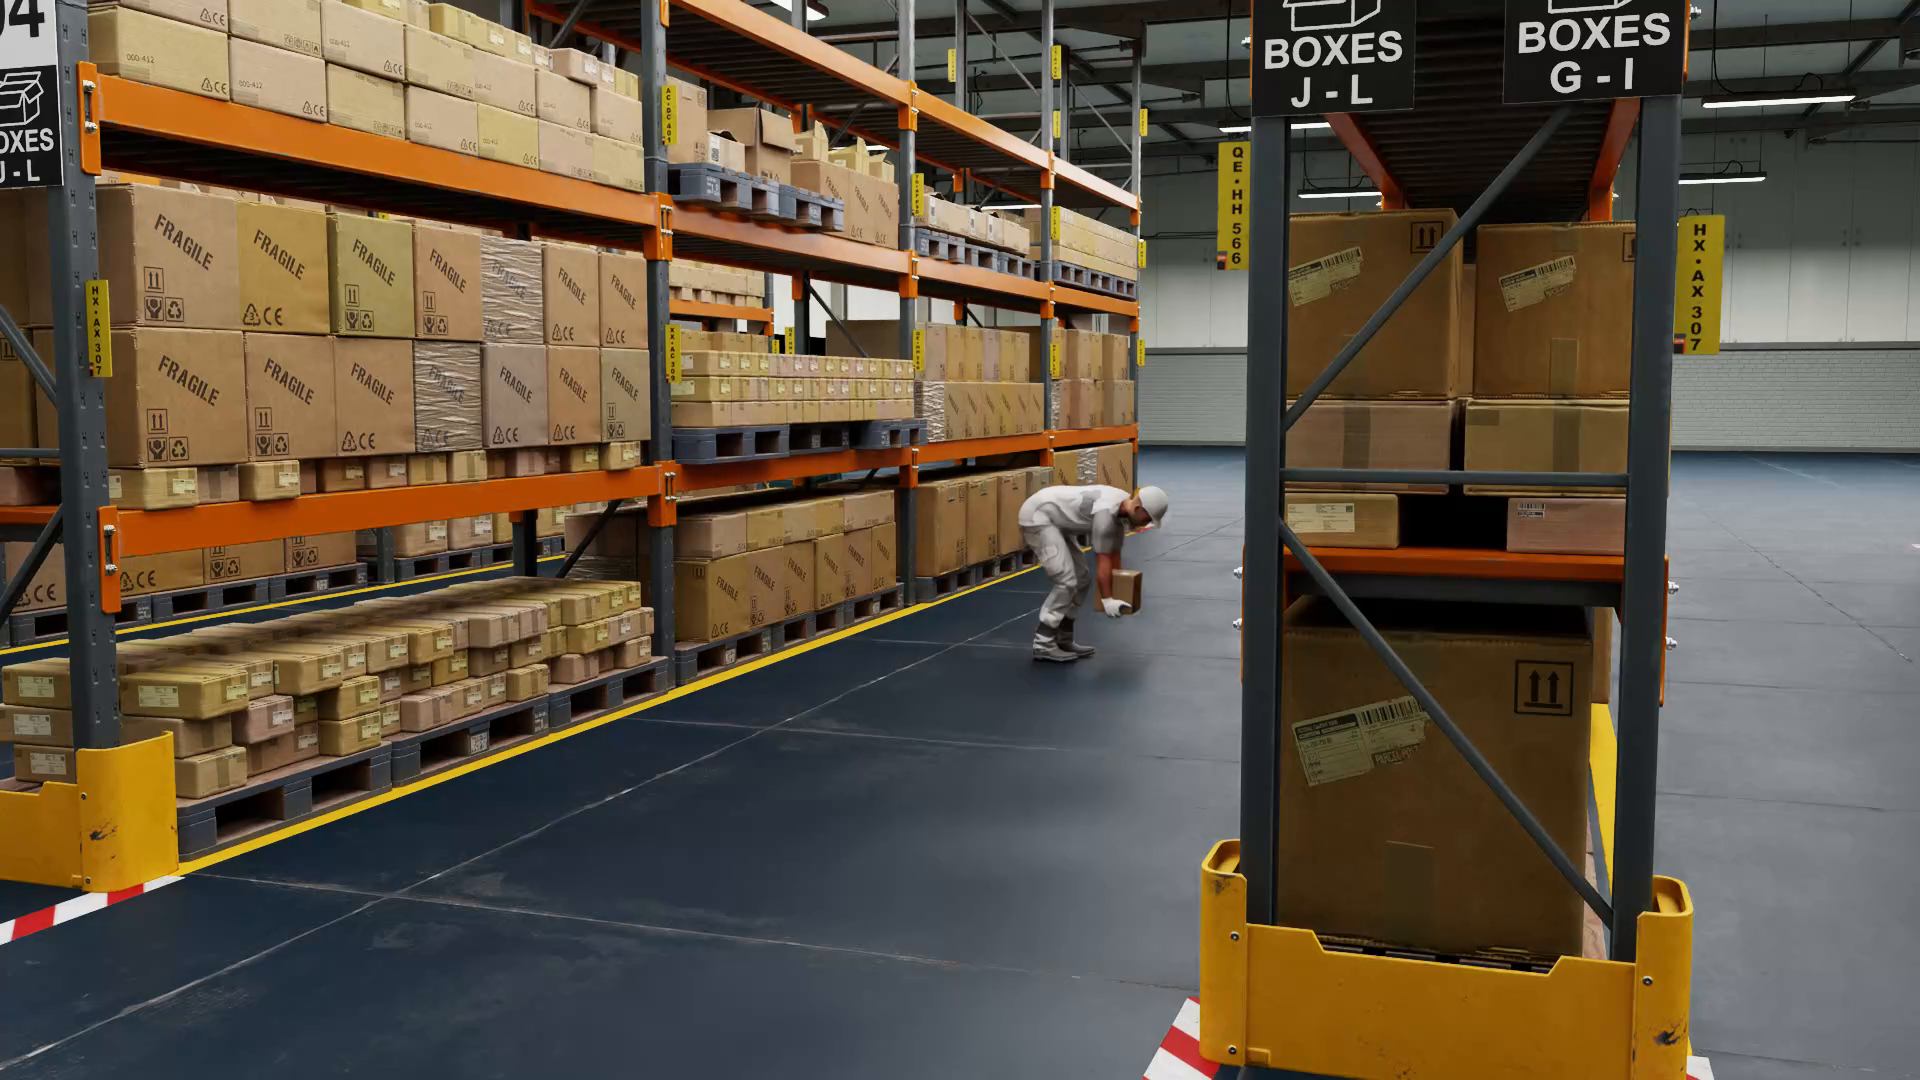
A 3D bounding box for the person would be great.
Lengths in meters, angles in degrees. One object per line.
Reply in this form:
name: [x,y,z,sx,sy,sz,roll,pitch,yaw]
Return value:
person: [0.852,0.206,10.660,0.962,1.130,0.490,2,5,17]
